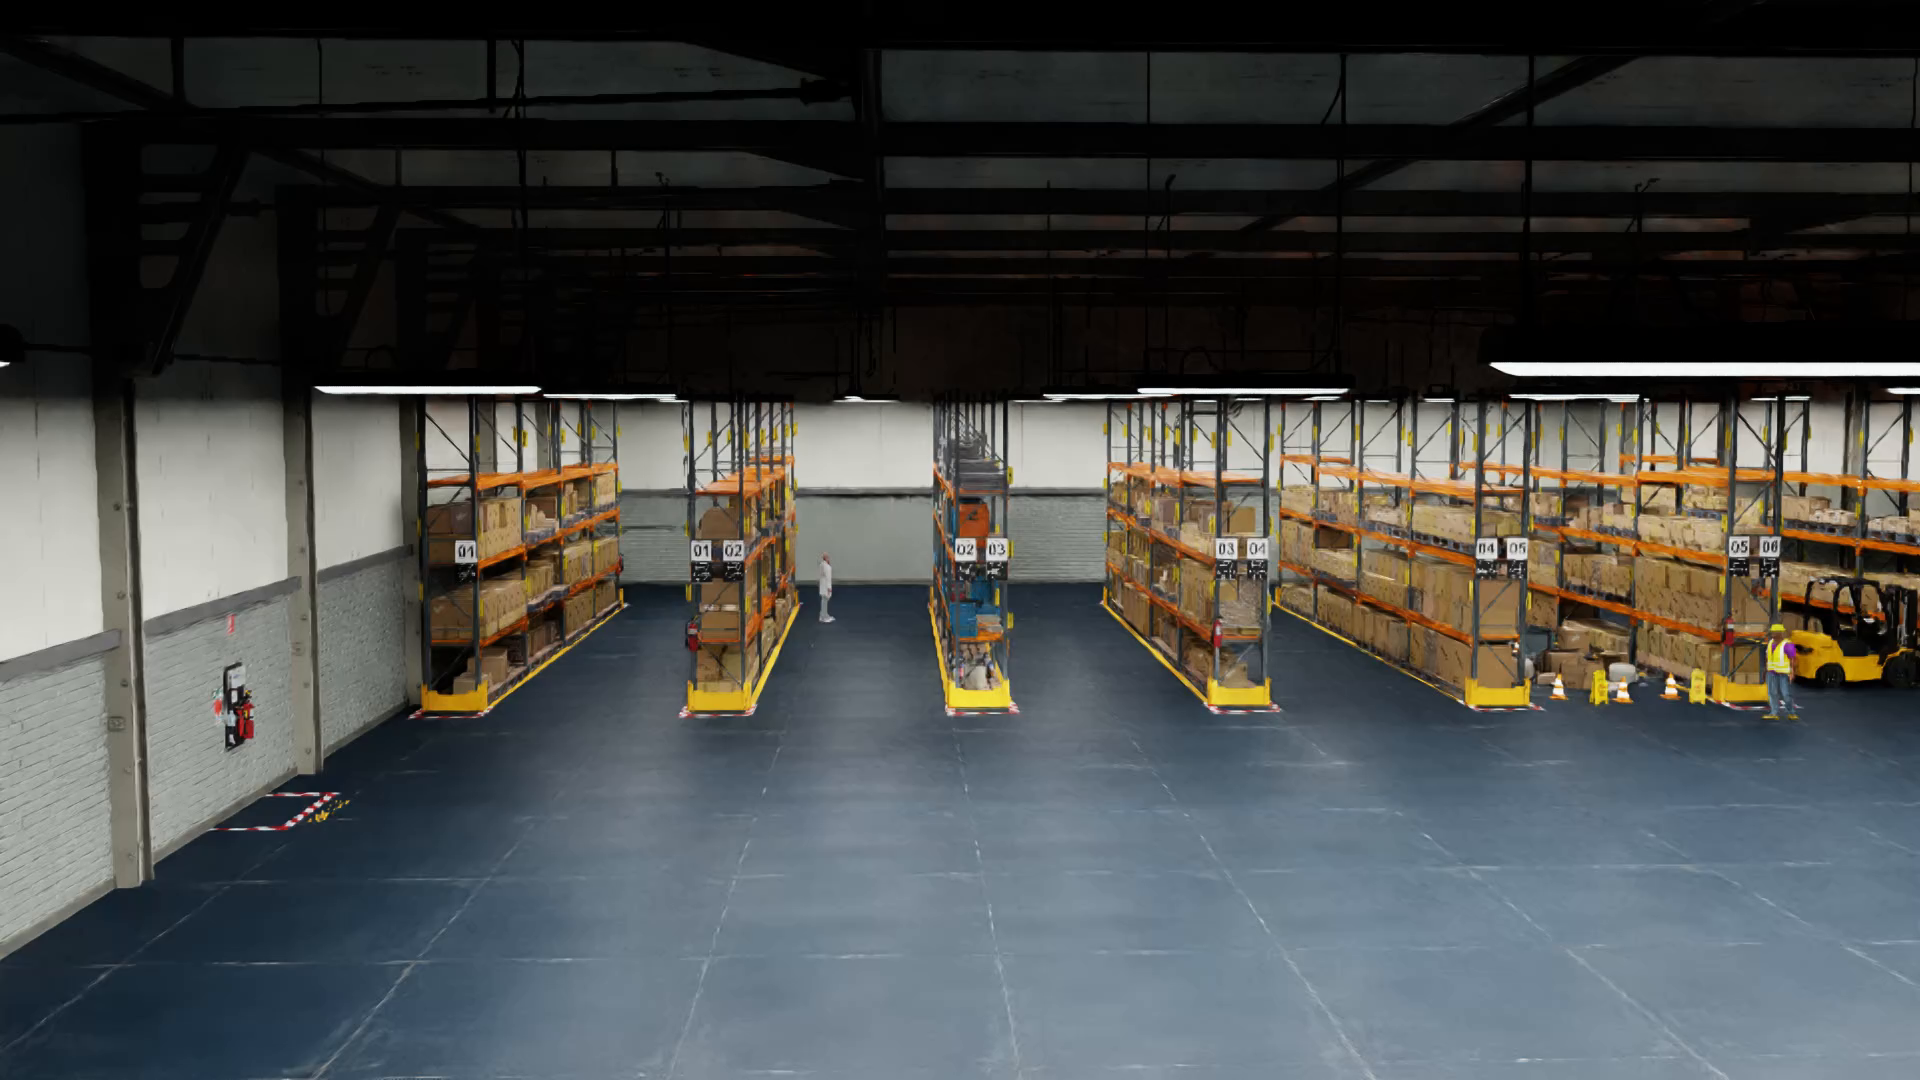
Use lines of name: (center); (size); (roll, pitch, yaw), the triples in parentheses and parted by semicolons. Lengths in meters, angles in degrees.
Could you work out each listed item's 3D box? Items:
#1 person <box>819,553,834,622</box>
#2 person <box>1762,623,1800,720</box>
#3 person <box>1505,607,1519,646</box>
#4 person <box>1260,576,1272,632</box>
person: (-3.517, 1.237, 43.905); (0.419, 1.791, 0.658); (-1, 5, -14)
person: (14.918, 2.390, 30.233); (0.532, 1.760, 0.658); (-2, 5, -27)
person: (13.117, 1.632, 39.199); (0.591, 1.763, 0.685); (2, 5, 23)
person: (7.618, 1.463, 41.936); (0.545, 1.653, 0.573); (2, 5, 22)
